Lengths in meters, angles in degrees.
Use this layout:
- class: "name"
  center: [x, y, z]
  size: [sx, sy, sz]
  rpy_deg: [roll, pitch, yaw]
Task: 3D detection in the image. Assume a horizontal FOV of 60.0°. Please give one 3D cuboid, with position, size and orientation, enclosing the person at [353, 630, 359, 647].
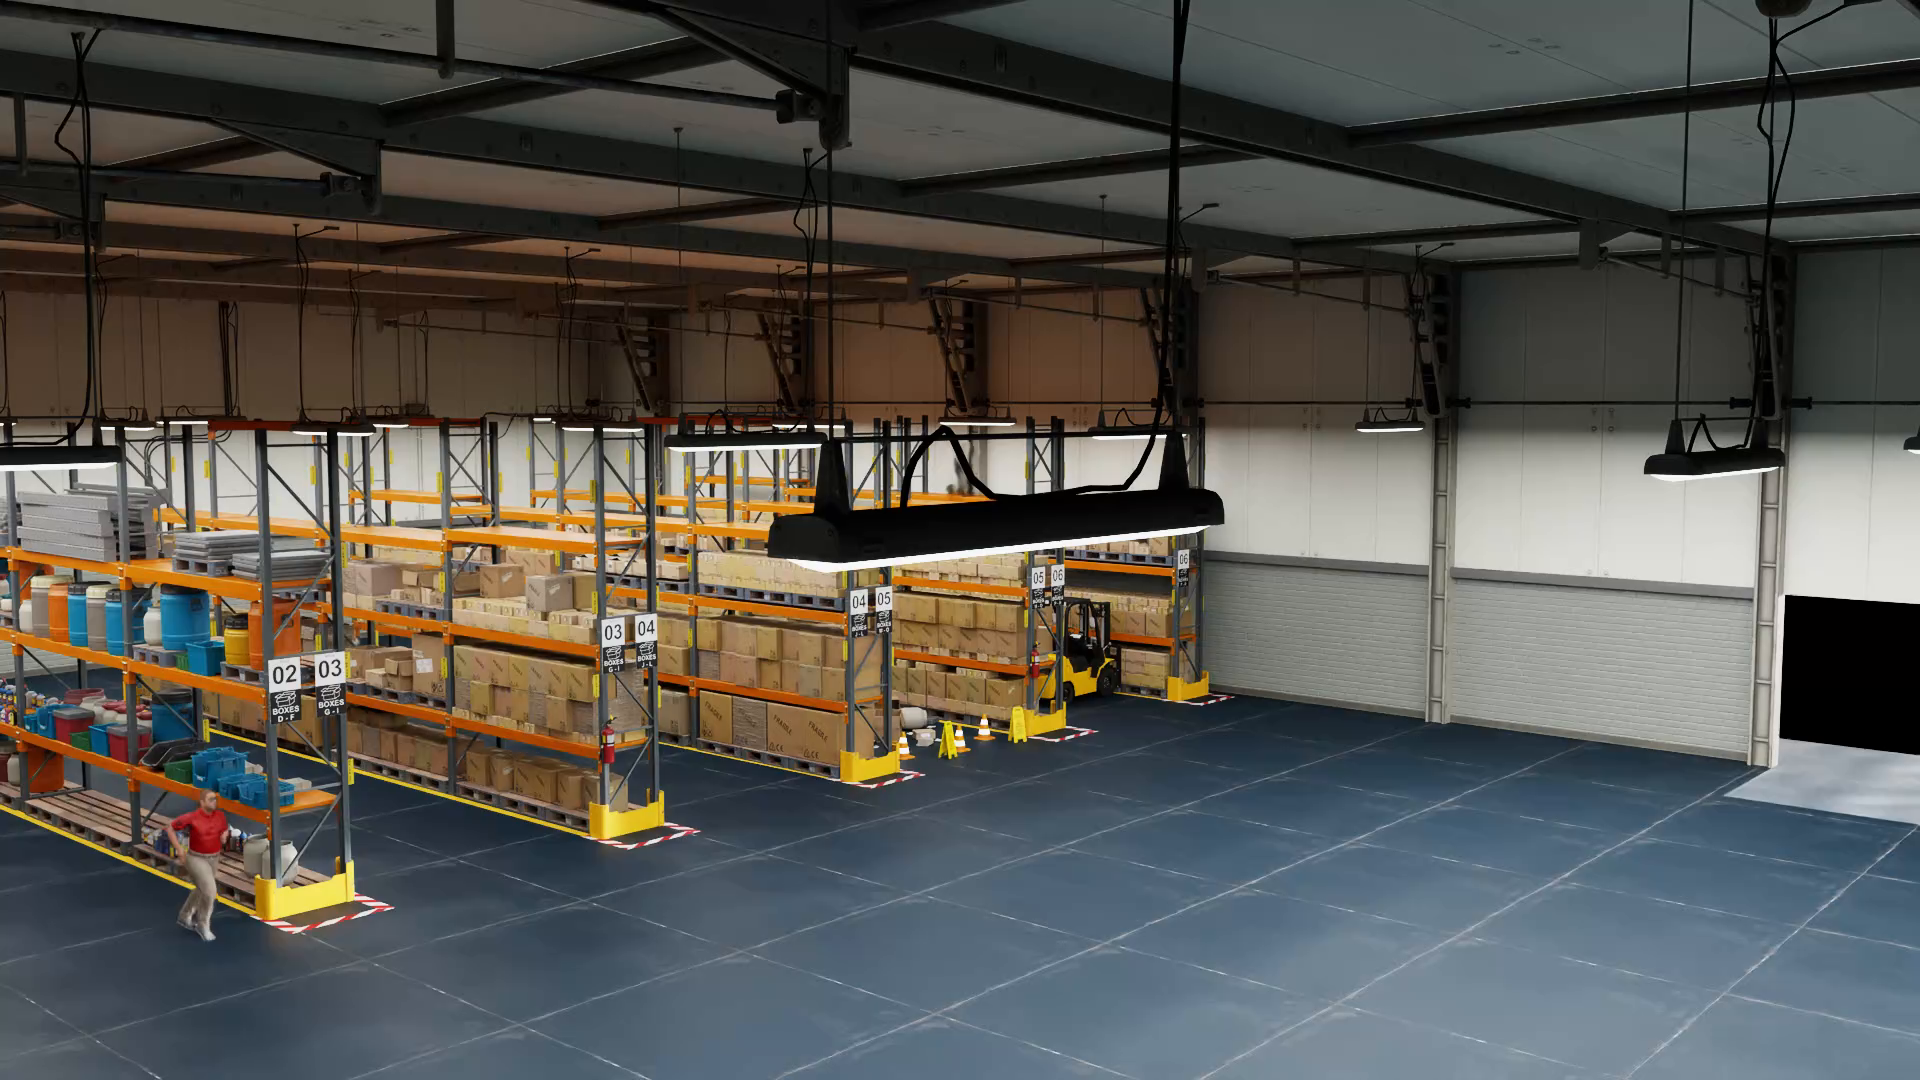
- class: "person"
  center: [-12.791, 2.673, 34.237]
  size: [1.056, 1.744, 0.753]
  rpy_deg: [3, 6, 32]

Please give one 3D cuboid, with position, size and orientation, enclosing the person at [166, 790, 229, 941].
- class: "person"
  center: [-9.018, 3.861, 19.799]
  size: [0.741, 1.780, 0.651]
  rpy_deg: [2, 5, 20]
